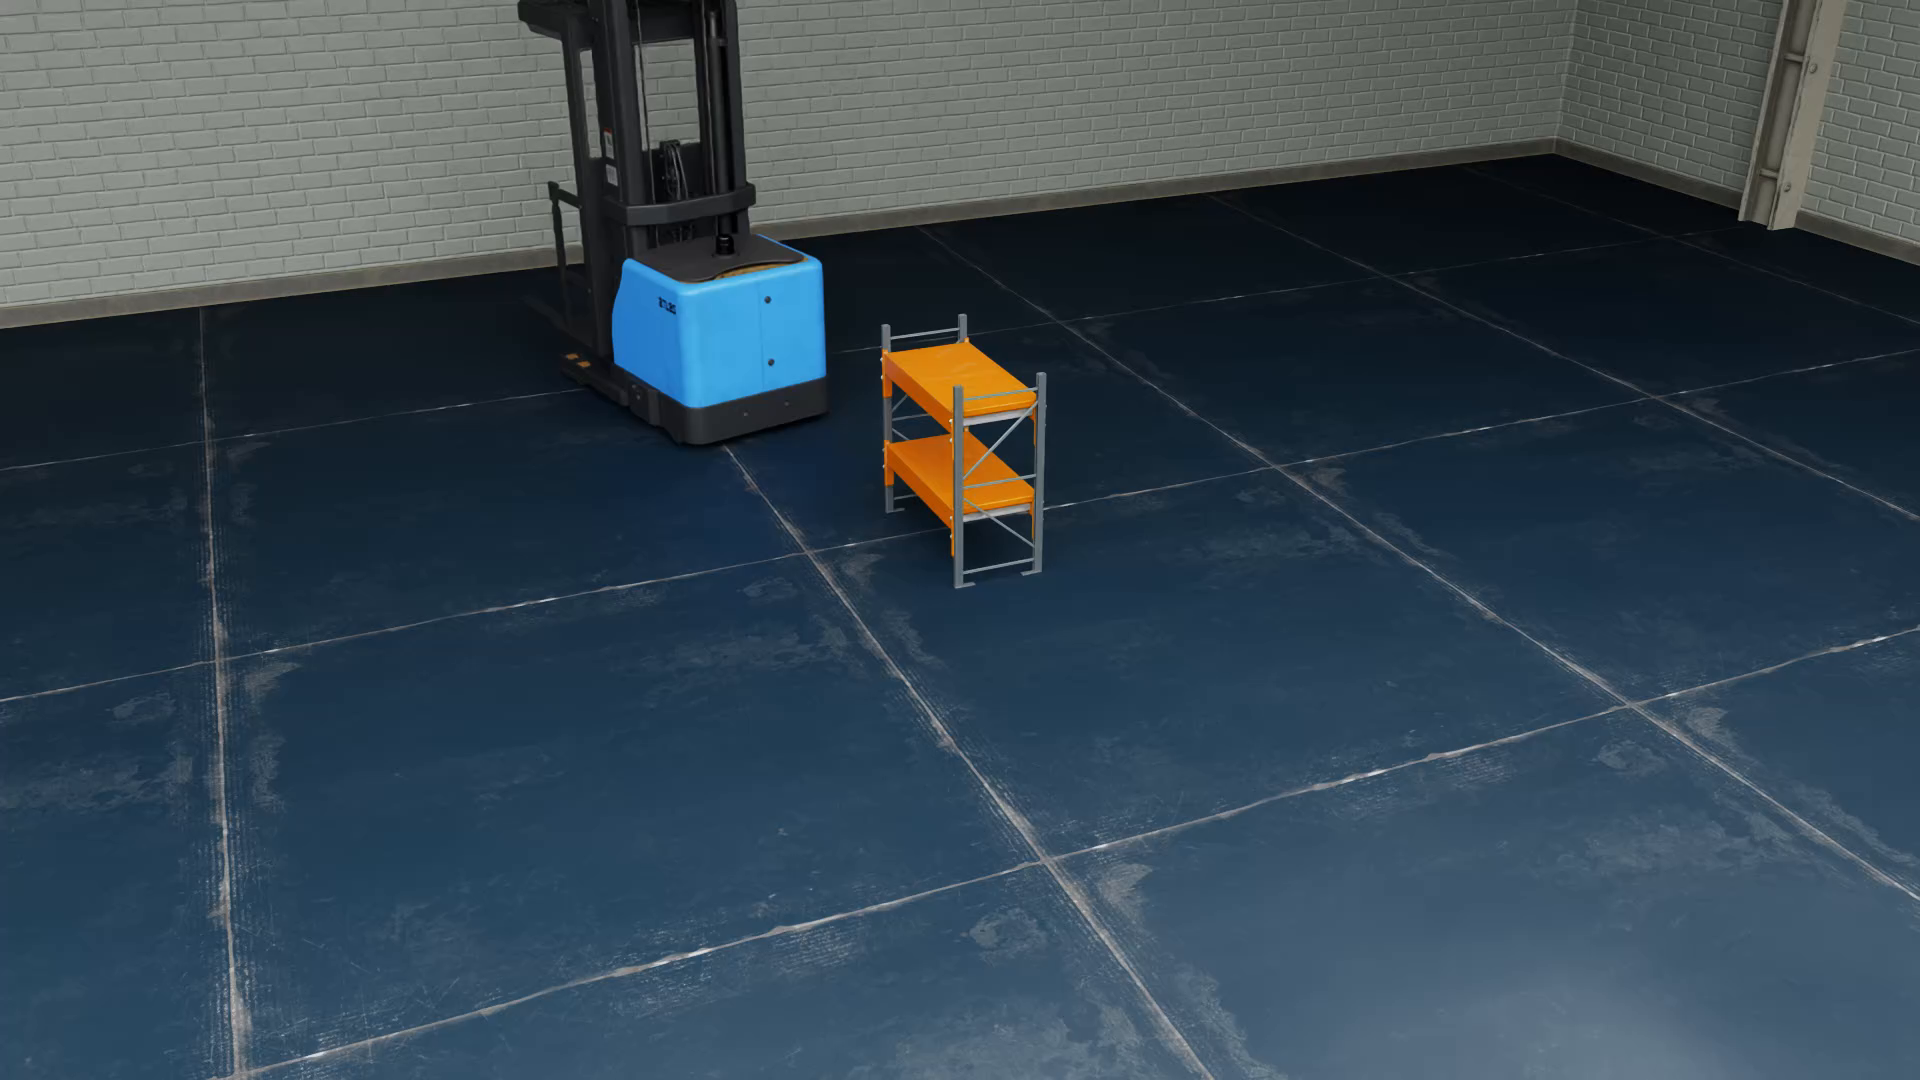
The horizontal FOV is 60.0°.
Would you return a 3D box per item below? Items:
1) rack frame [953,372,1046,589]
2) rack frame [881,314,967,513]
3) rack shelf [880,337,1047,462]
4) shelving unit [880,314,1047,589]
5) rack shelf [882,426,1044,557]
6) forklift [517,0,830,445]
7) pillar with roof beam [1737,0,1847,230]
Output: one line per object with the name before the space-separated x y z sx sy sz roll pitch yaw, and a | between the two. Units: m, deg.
rack frame | 0.202 -0.298 8.577 0.500 1.125 0.032 -11 28 -21
rack frame | -0.196 -0.708 9.418 0.500 1.125 0.032 -11 28 -21
rack shelf | 0.003 -0.766 8.869 0.538 0.278 1.000 -11 28 -21
shelving unit | 0.003 -0.503 8.998 0.538 1.125 1.048 -11 28 -21
rack shelf | 0.003 -0.283 9.105 0.538 0.278 1.000 -11 28 -21
forklift | -2.131 -2.492 11.013 1.130 2.935 3.031 -18 31 -33
pillar with roof beam | 3.398 -6.195 11.682 9.100 9.000 0.400 -11 28 -21
